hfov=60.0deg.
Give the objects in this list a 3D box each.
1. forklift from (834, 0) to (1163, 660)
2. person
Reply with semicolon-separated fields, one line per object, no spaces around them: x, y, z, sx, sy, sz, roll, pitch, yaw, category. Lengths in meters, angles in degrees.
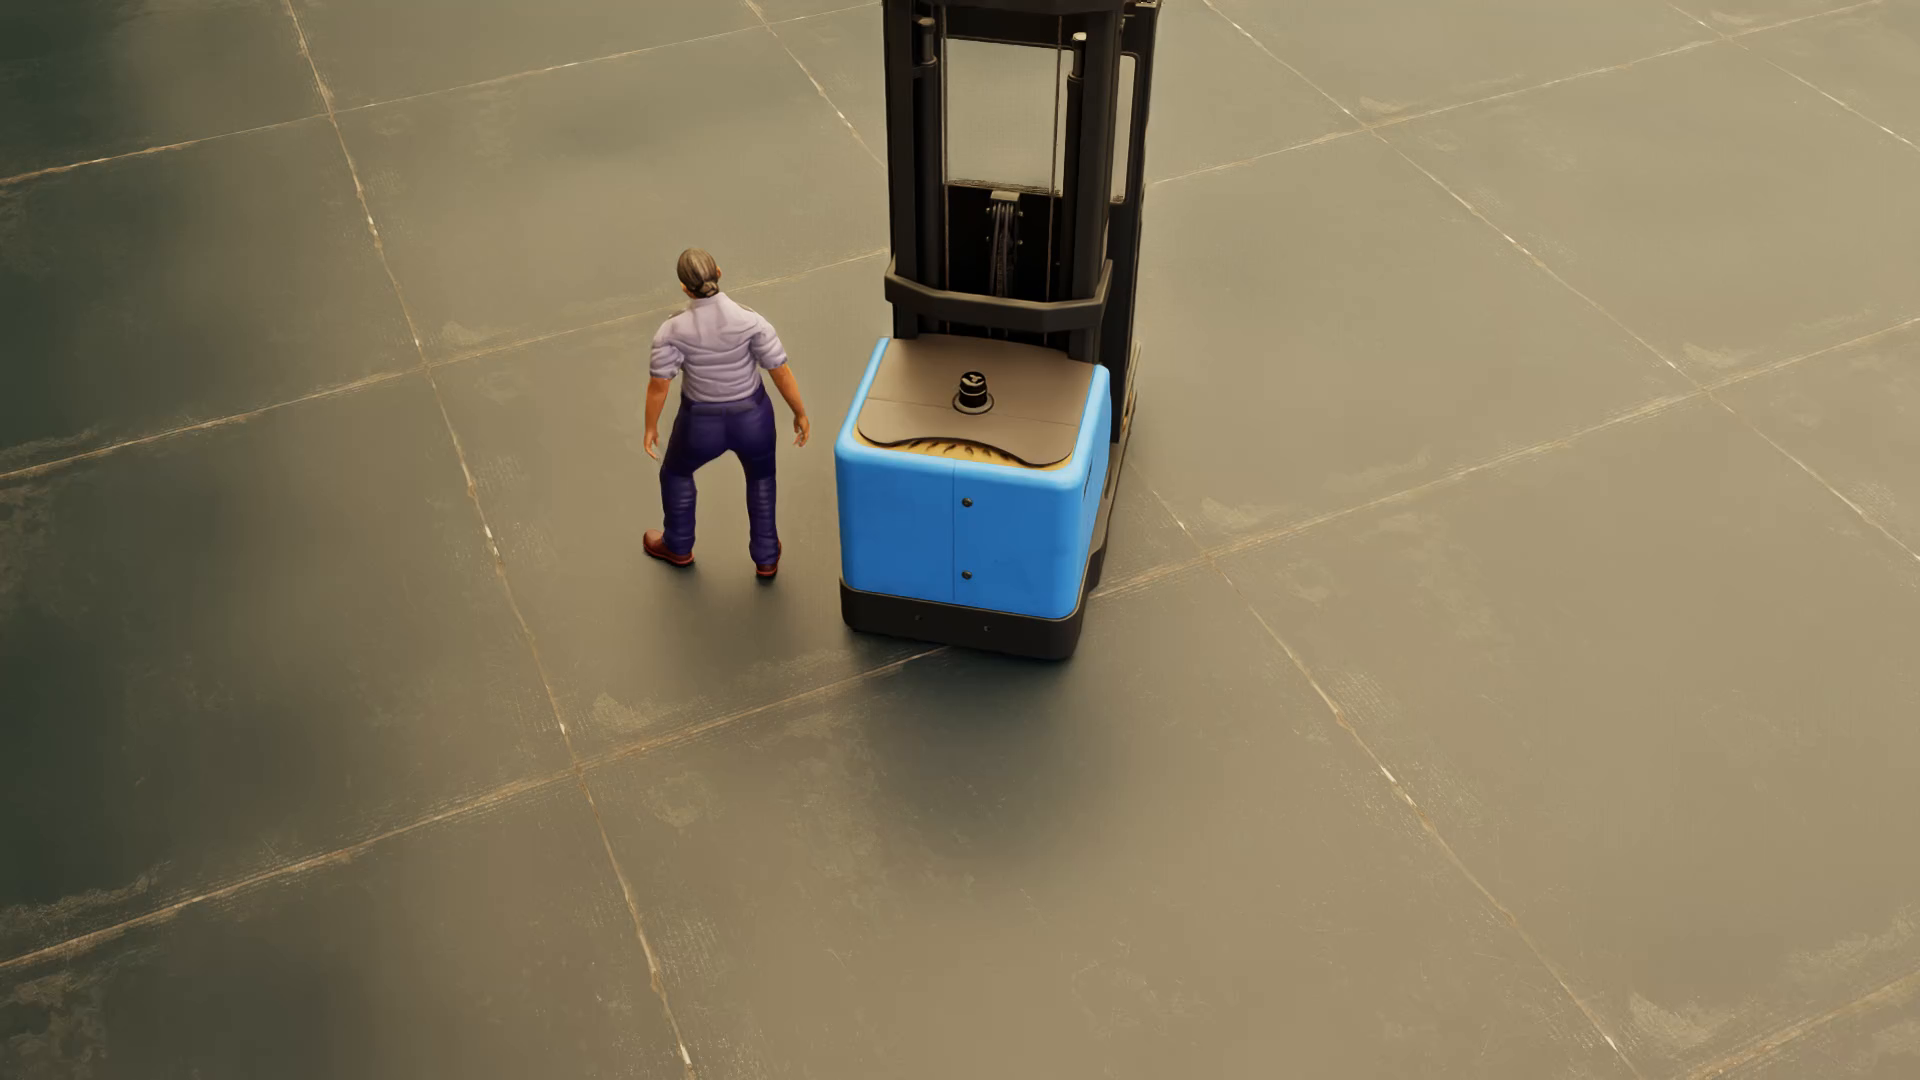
0.285;-1.573;7.366;1.130;2.935;3.031;8;44;9;forklift
-1.064;-0.517;7.207;0.811;1.623;0.379;-6;43;-6;person
